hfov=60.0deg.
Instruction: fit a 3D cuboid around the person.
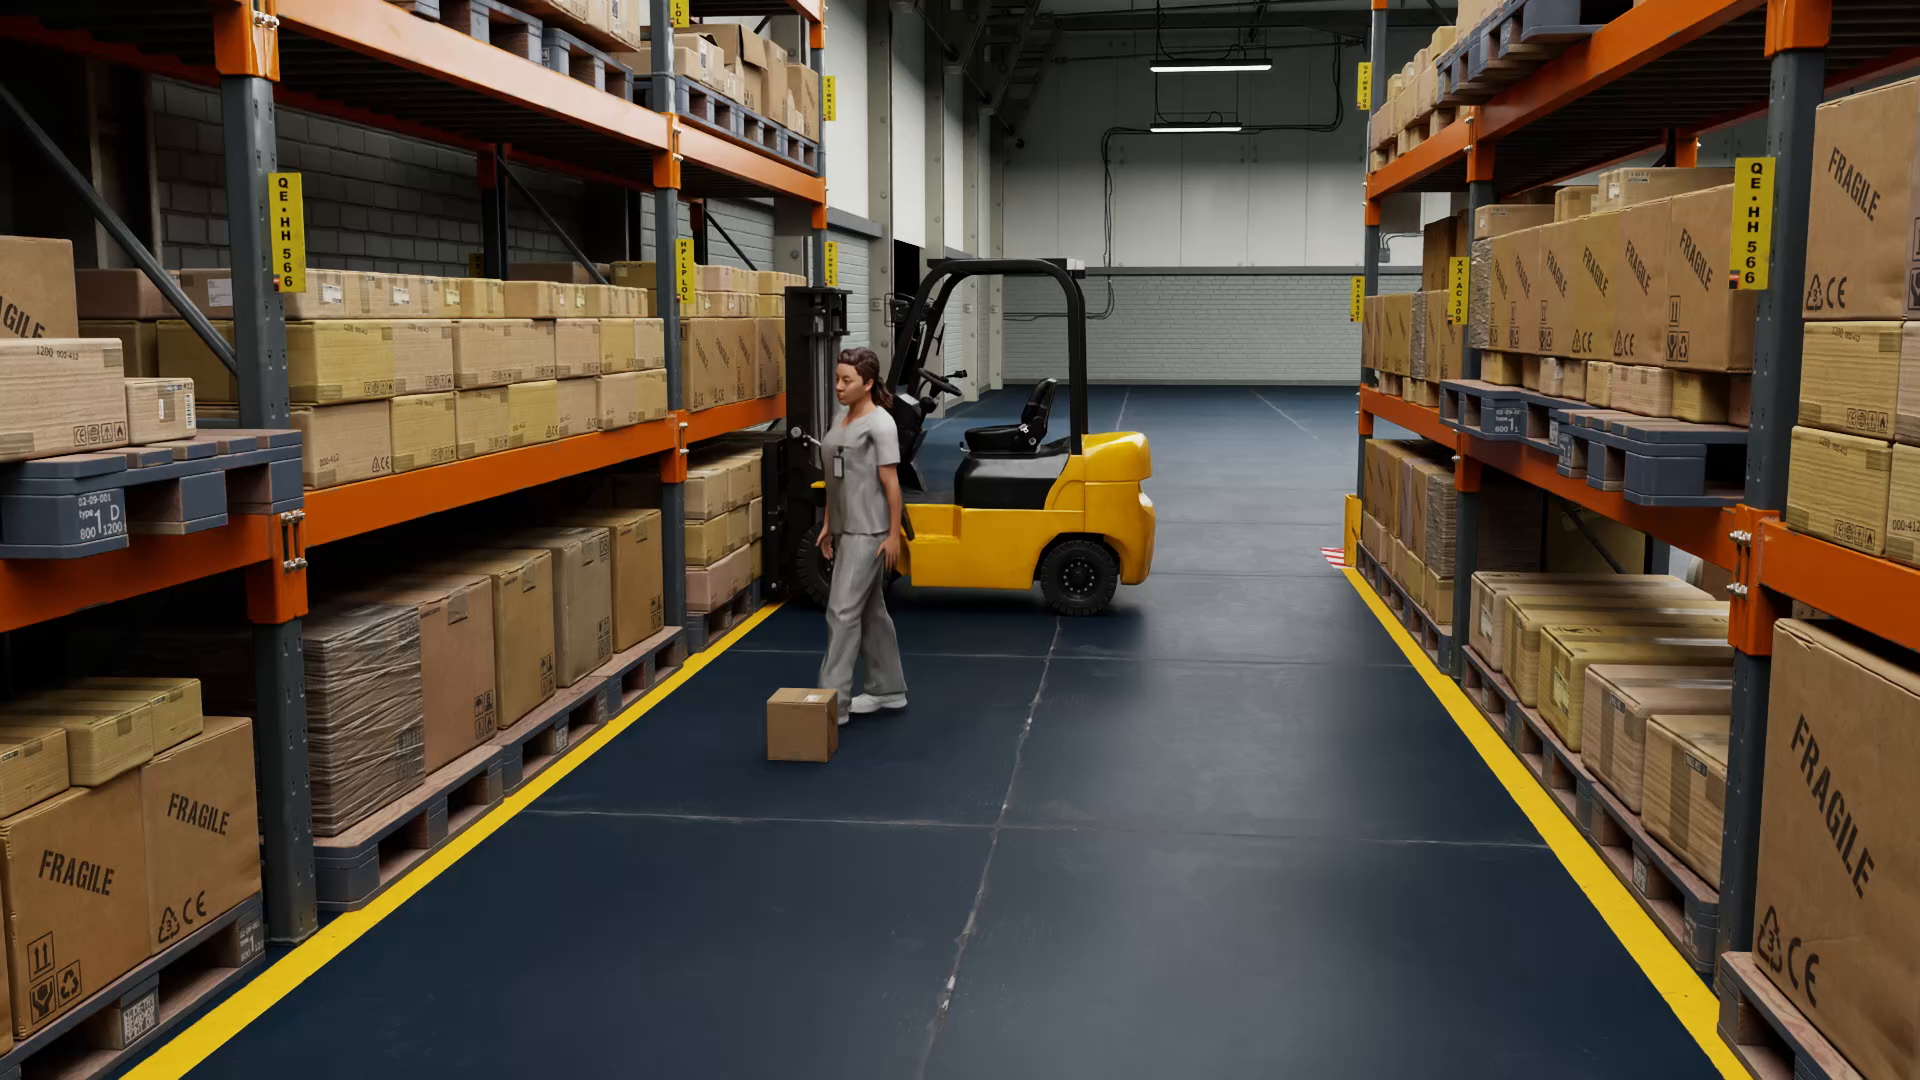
[{"bbox_3d":[-0.521,-0.020,7.388,0.659,1.666,0.465,-4,9,-29],"label":"person"}]
